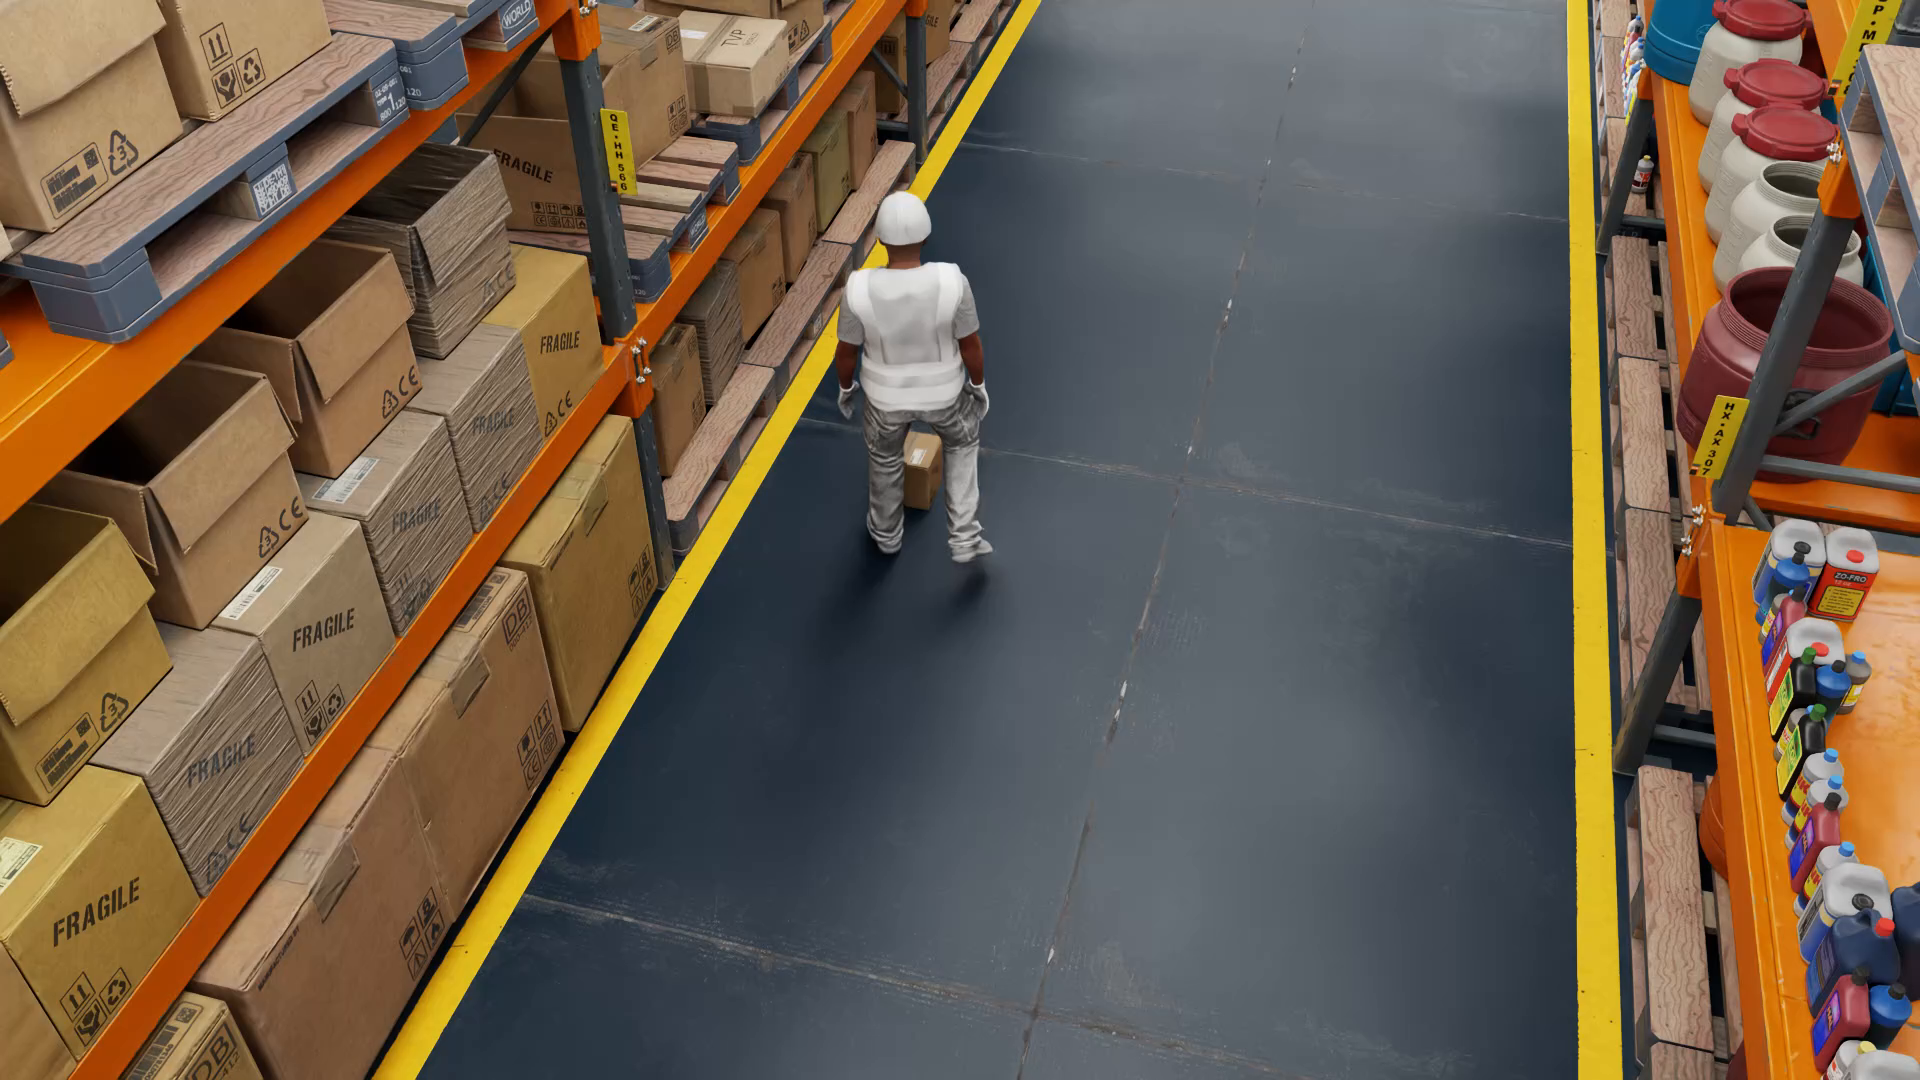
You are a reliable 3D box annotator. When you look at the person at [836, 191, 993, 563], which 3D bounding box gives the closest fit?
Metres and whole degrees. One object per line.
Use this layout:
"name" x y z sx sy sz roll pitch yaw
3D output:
"person" -0.184 -0.624 6.835 0.641 1.786 0.580 -3 41 -3
